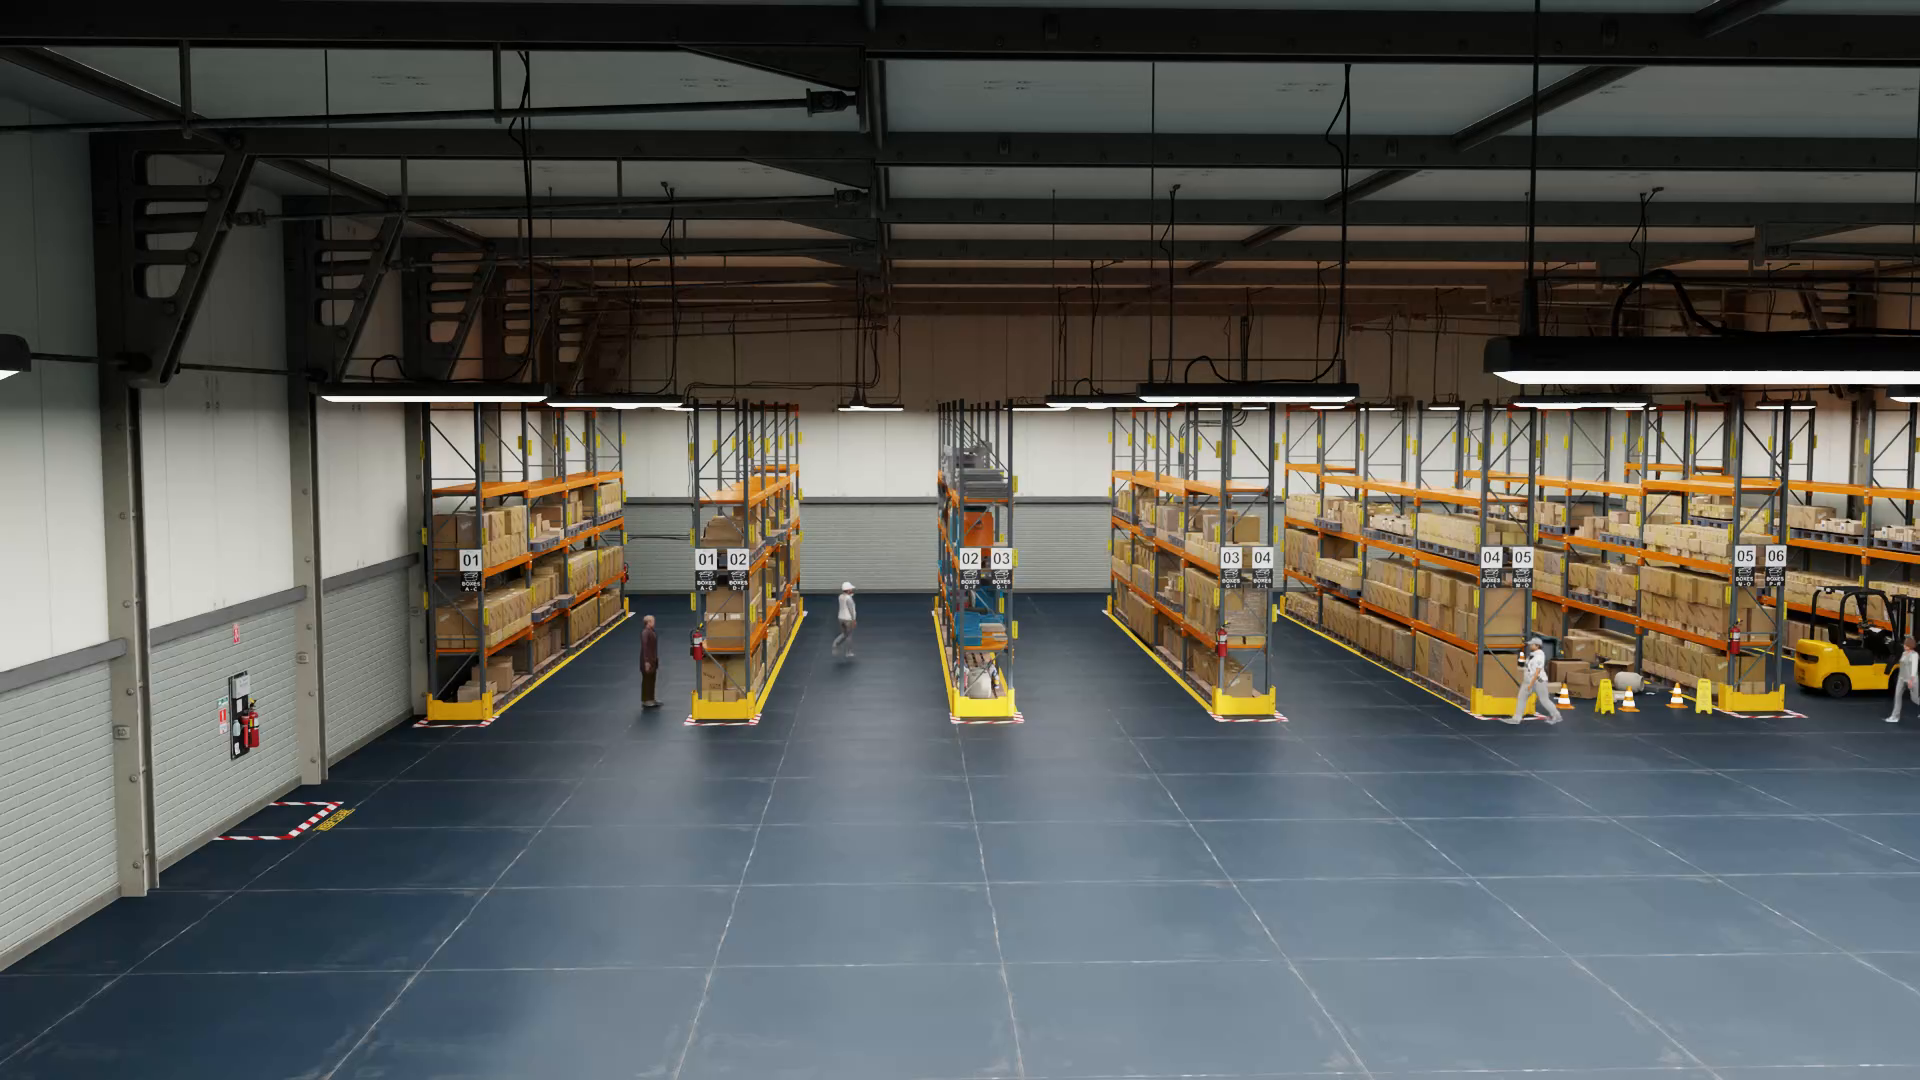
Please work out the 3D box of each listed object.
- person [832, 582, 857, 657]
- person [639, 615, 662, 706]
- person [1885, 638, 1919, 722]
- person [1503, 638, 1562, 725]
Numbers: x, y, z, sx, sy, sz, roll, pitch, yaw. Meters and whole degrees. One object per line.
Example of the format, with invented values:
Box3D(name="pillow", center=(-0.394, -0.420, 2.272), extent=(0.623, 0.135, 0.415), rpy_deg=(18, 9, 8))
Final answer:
Box3D(name="person", center=(-2.678, 1.867, 38.839), extent=(0.586, 1.766, 0.547), rpy_deg=(-4, 6, -44))
Box3D(name="person", center=(-6.078, 2.355, 32.566), extent=(0.371, 1.790, 0.617), rpy_deg=(1, 4, 9))
Box3D(name="person", center=(17.614, 2.594, 30.807), extent=(0.896, 1.563, 0.397), rpy_deg=(-2, 5, -22))
Box3D(name="person", center=(10.512, 2.596, 30.457), extent=(0.988, 1.619, 0.491), rpy_deg=(-1, 4, -13))
